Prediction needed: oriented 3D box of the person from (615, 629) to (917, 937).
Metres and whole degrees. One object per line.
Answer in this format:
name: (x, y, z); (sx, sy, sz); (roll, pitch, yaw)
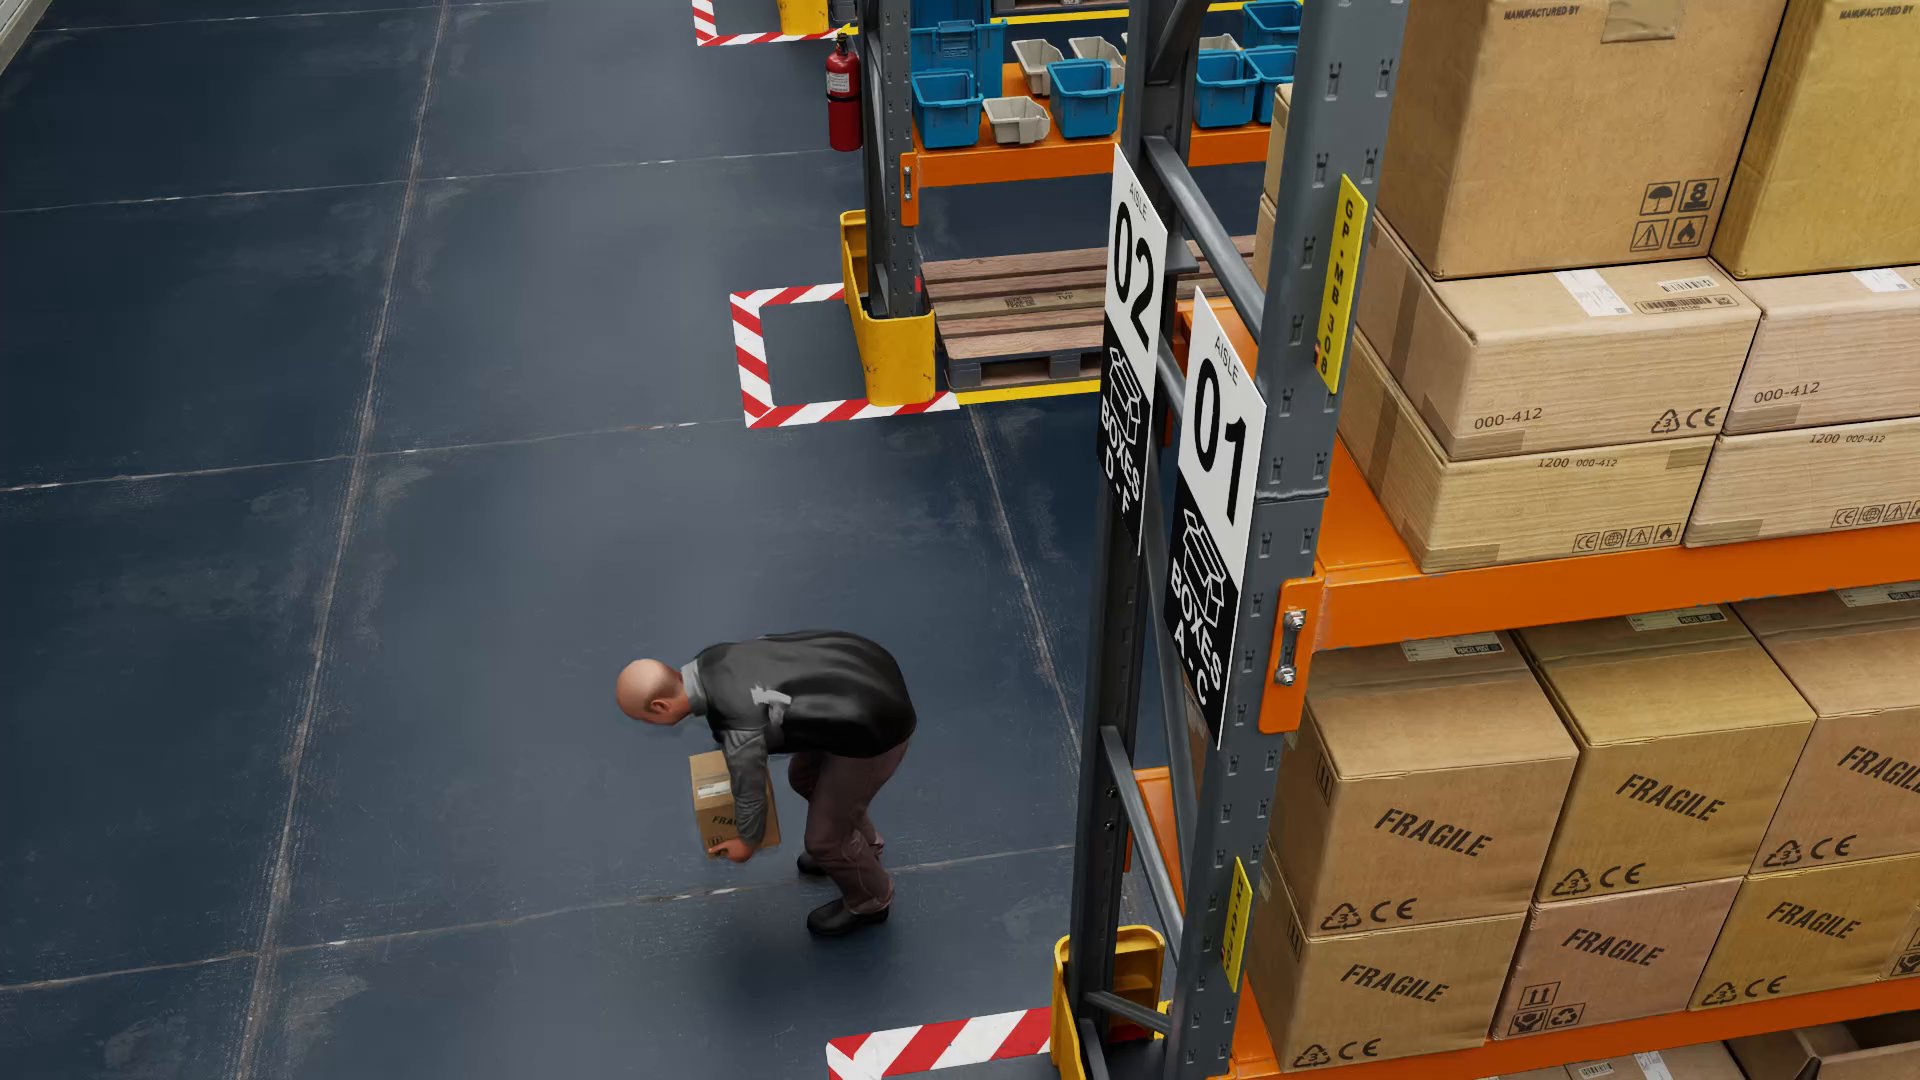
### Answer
person: (-0.616, 0.812, 5.554); (0.936, 1.220, 0.457); (-9, 39, -11)
